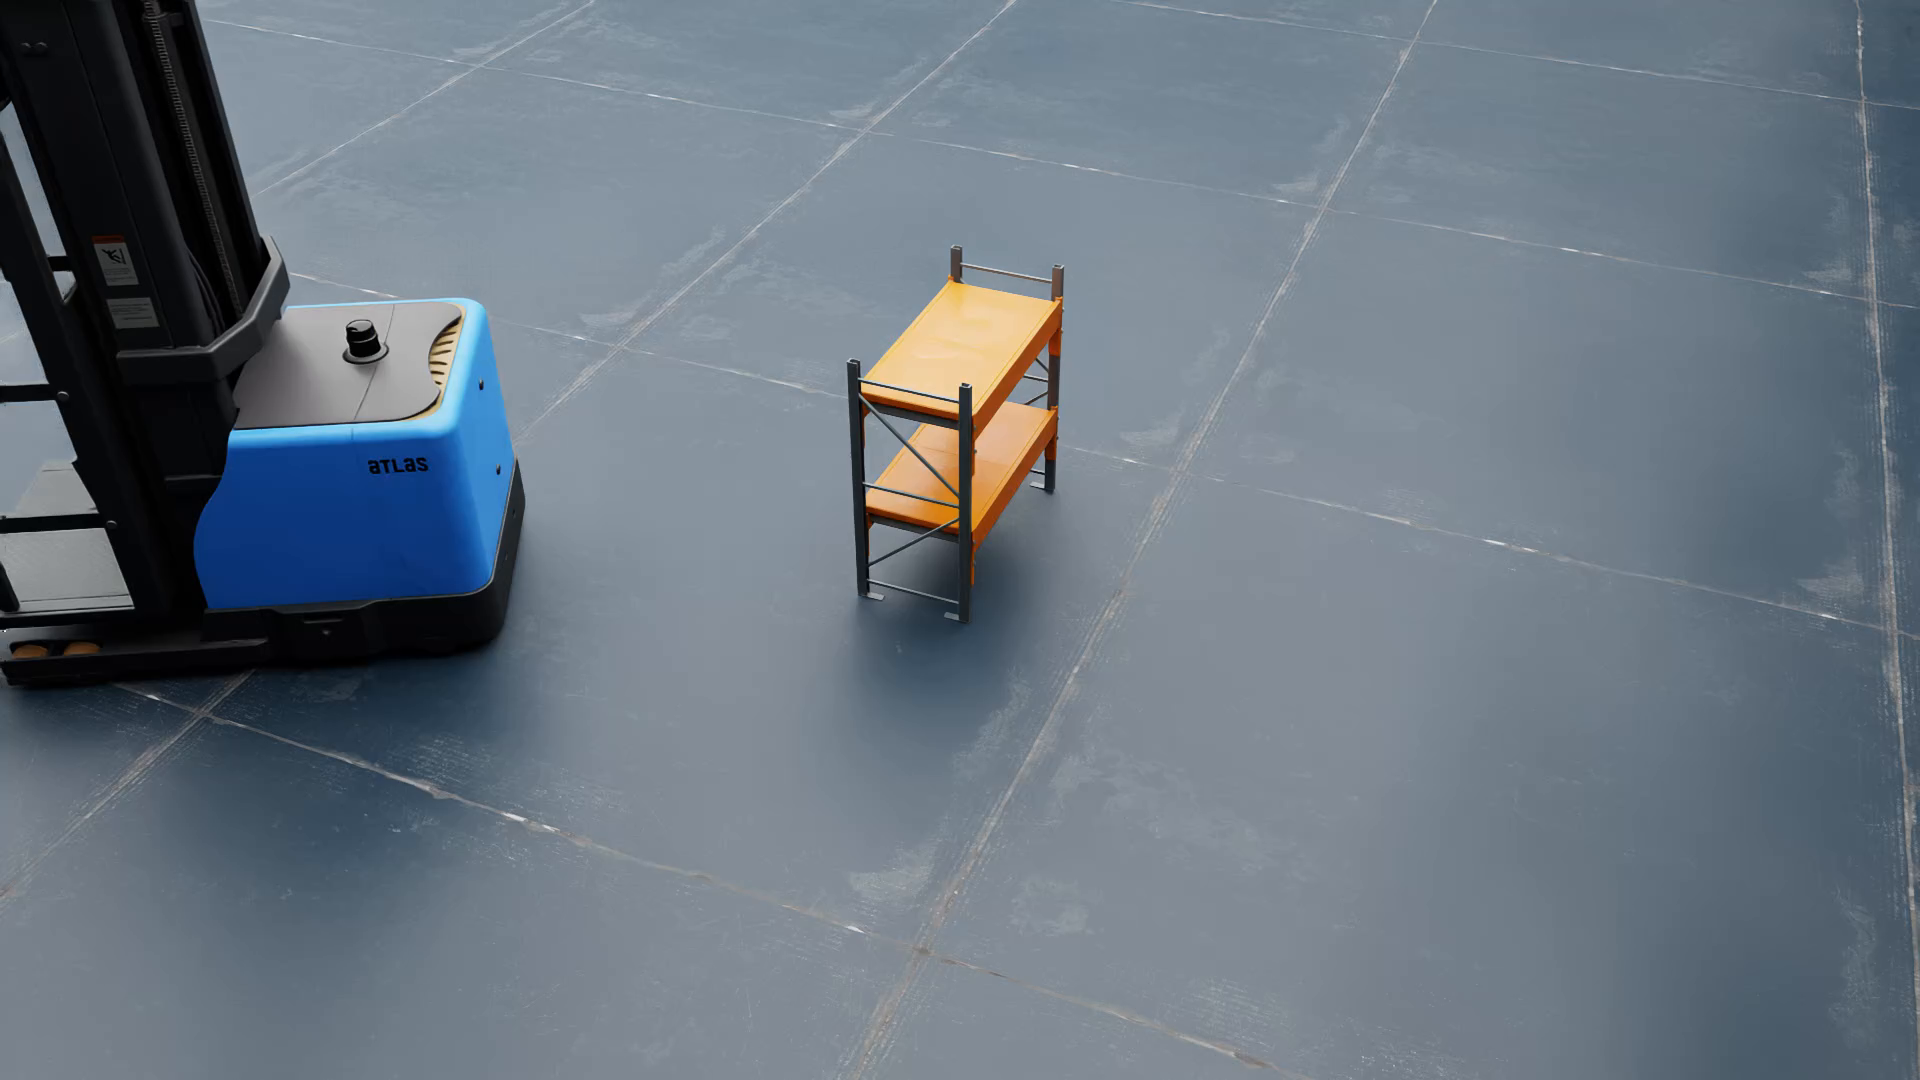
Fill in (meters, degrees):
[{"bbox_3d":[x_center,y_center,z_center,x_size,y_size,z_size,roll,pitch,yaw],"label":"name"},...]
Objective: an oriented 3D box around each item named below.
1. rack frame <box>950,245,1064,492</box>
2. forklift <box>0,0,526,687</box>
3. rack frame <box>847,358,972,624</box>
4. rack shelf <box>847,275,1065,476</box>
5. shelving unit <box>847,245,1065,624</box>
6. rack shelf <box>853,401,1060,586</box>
[{"bbox_3d":[0.196,-0.736,7.295,0.500,1.125,0.032,14,39,18],"label":"rack frame"},{"bbox_3d":[-3.382,-0.935,6.053,3.031,2.935,1.130,-4,37,-5],"label":"forklift"},{"bbox_3d":[-0.191,-0.173,6.542,0.500,1.125,0.032,14,39,18],"label":"rack frame"},{"bbox_3d":[0.003,-0.689,6.743,0.538,0.278,1.000,14,39,18],"label":"rack shelf"},{"bbox_3d":[0.003,-0.454,6.918,0.538,1.125,1.048,14,39,18],"label":"shelving unit"},{"bbox_3d":[0.003,-0.258,7.065,0.538,0.278,1.000,14,39,18],"label":"rack shelf"}]
